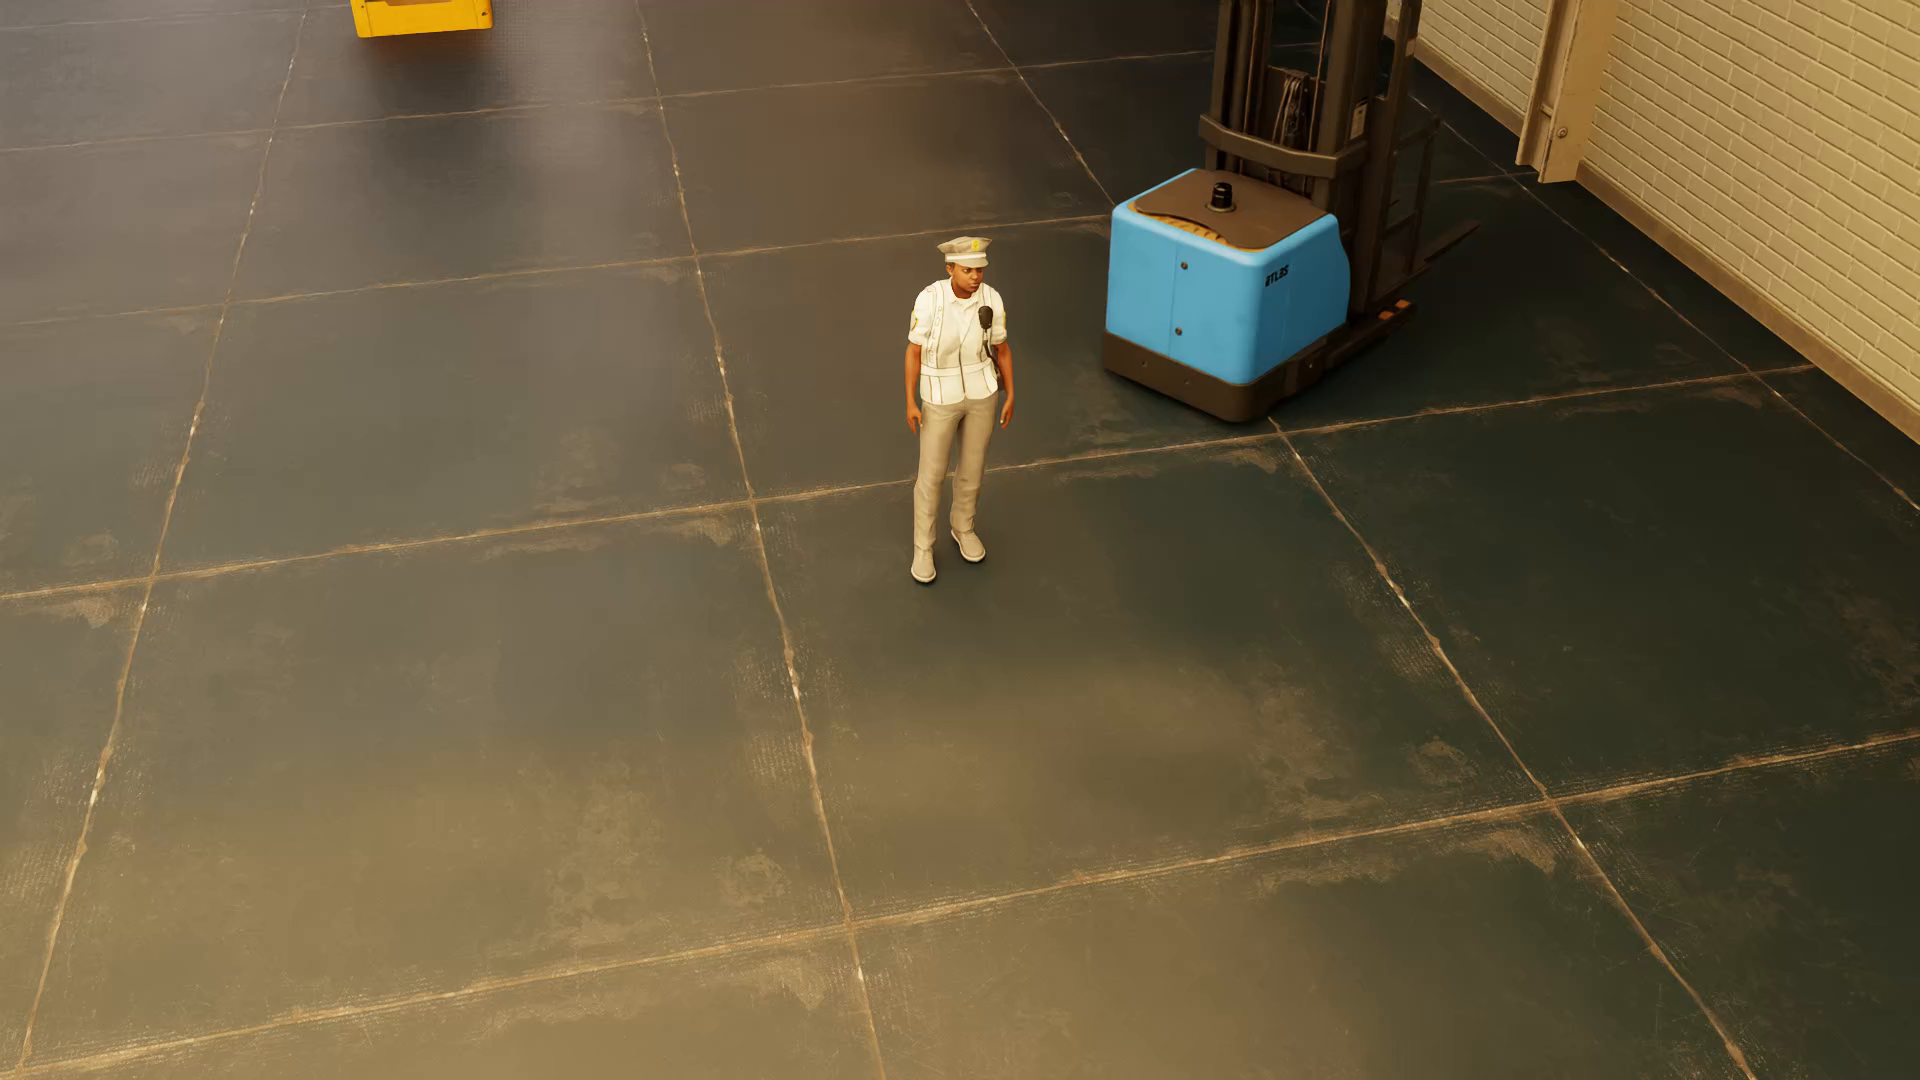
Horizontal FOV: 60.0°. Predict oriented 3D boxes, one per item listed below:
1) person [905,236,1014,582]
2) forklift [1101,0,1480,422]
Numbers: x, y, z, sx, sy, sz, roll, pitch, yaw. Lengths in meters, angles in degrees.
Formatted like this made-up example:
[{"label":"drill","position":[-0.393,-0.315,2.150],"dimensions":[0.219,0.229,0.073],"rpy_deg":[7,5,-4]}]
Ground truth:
[{"label":"person","position":[-0.003,-0.648,7.997],"dimensions":[0.569,1.694,0.529],"rpy_deg":[-8,36,-11]},{"label":"forklift","position":[2.211,-2.623,9.695],"dimensions":[1.130,2.935,3.031],"rpy_deg":[29,44,34]}]
